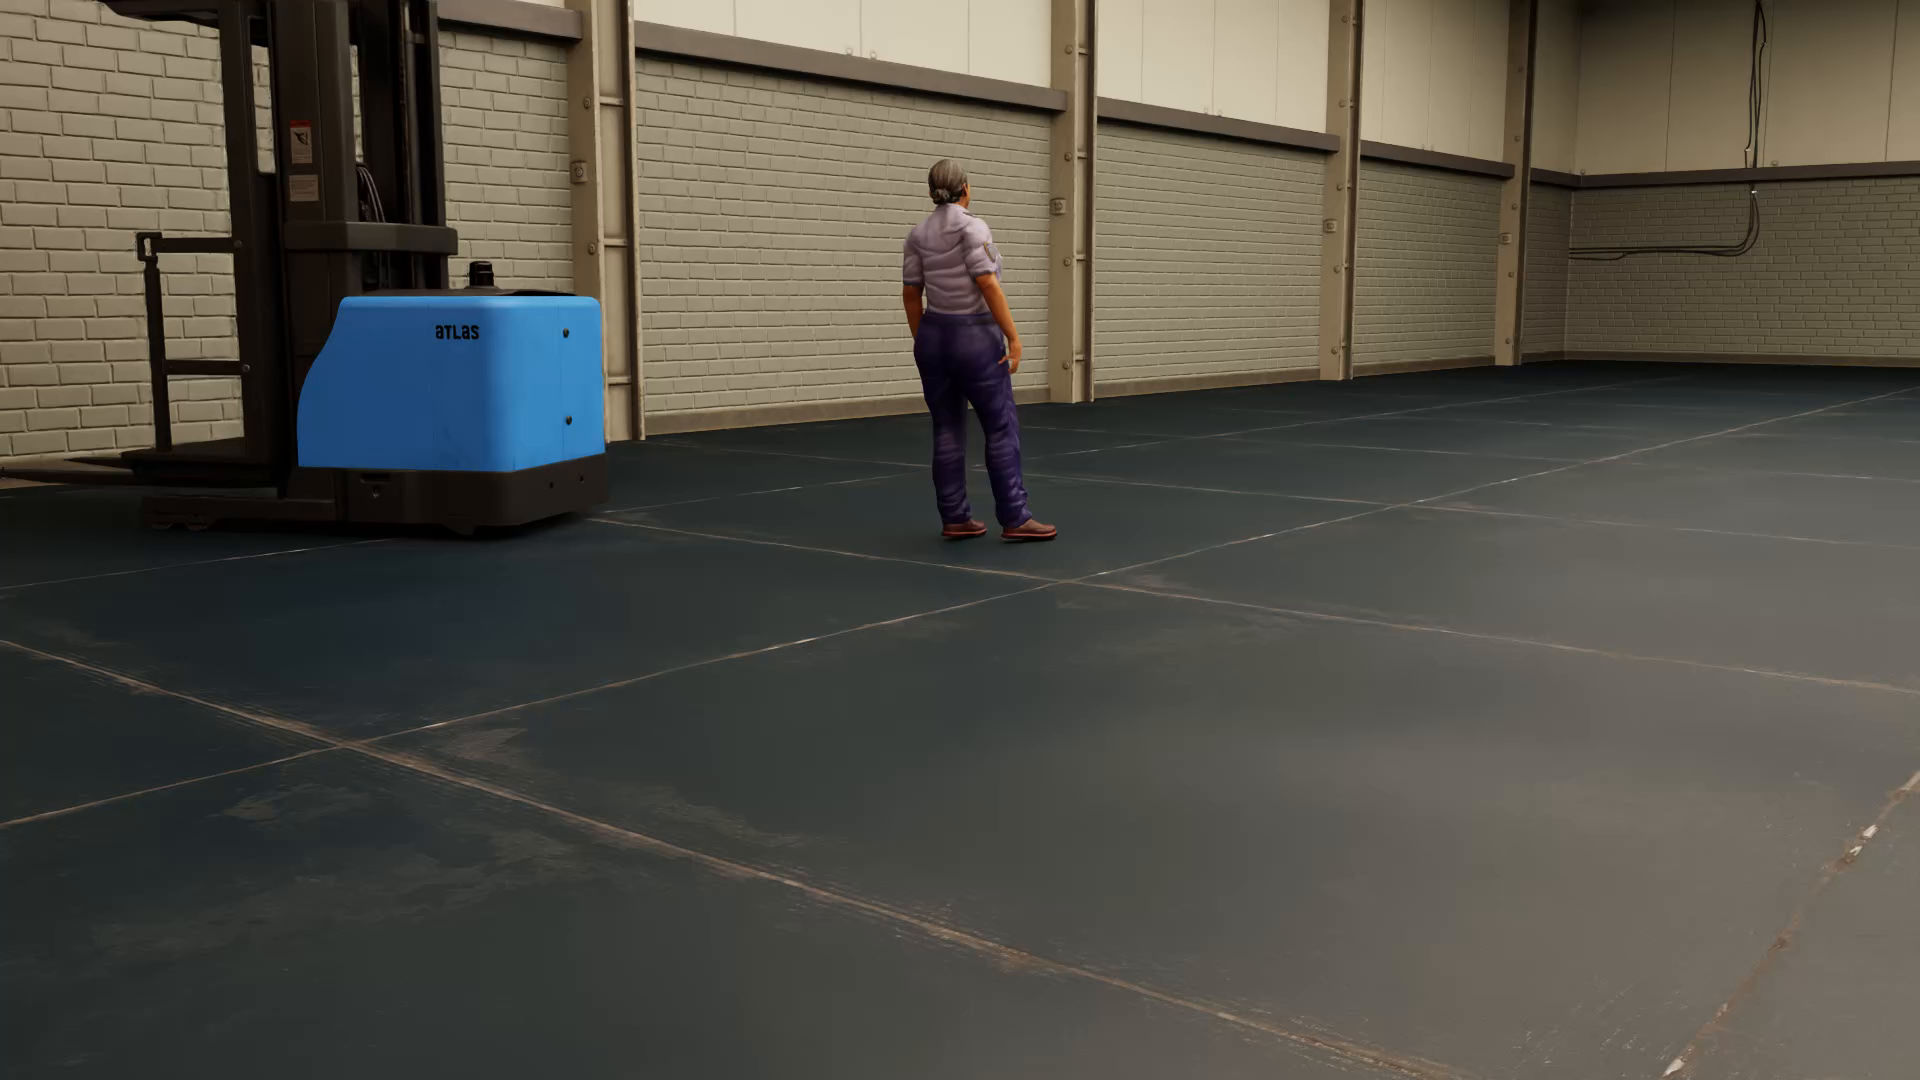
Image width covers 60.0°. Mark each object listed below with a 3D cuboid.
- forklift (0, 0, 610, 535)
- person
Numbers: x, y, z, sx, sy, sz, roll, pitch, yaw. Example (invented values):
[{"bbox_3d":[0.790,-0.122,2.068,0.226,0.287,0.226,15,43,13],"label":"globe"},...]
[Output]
[{"bbox_3d":[-3.309,-1.562,7.953,3.031,2.935,1.130,2,9,14],"label":"forklift"},{"bbox_3d":[0.074,-0.831,7.339,0.598,1.651,0.503,7,11,38],"label":"person"}]
